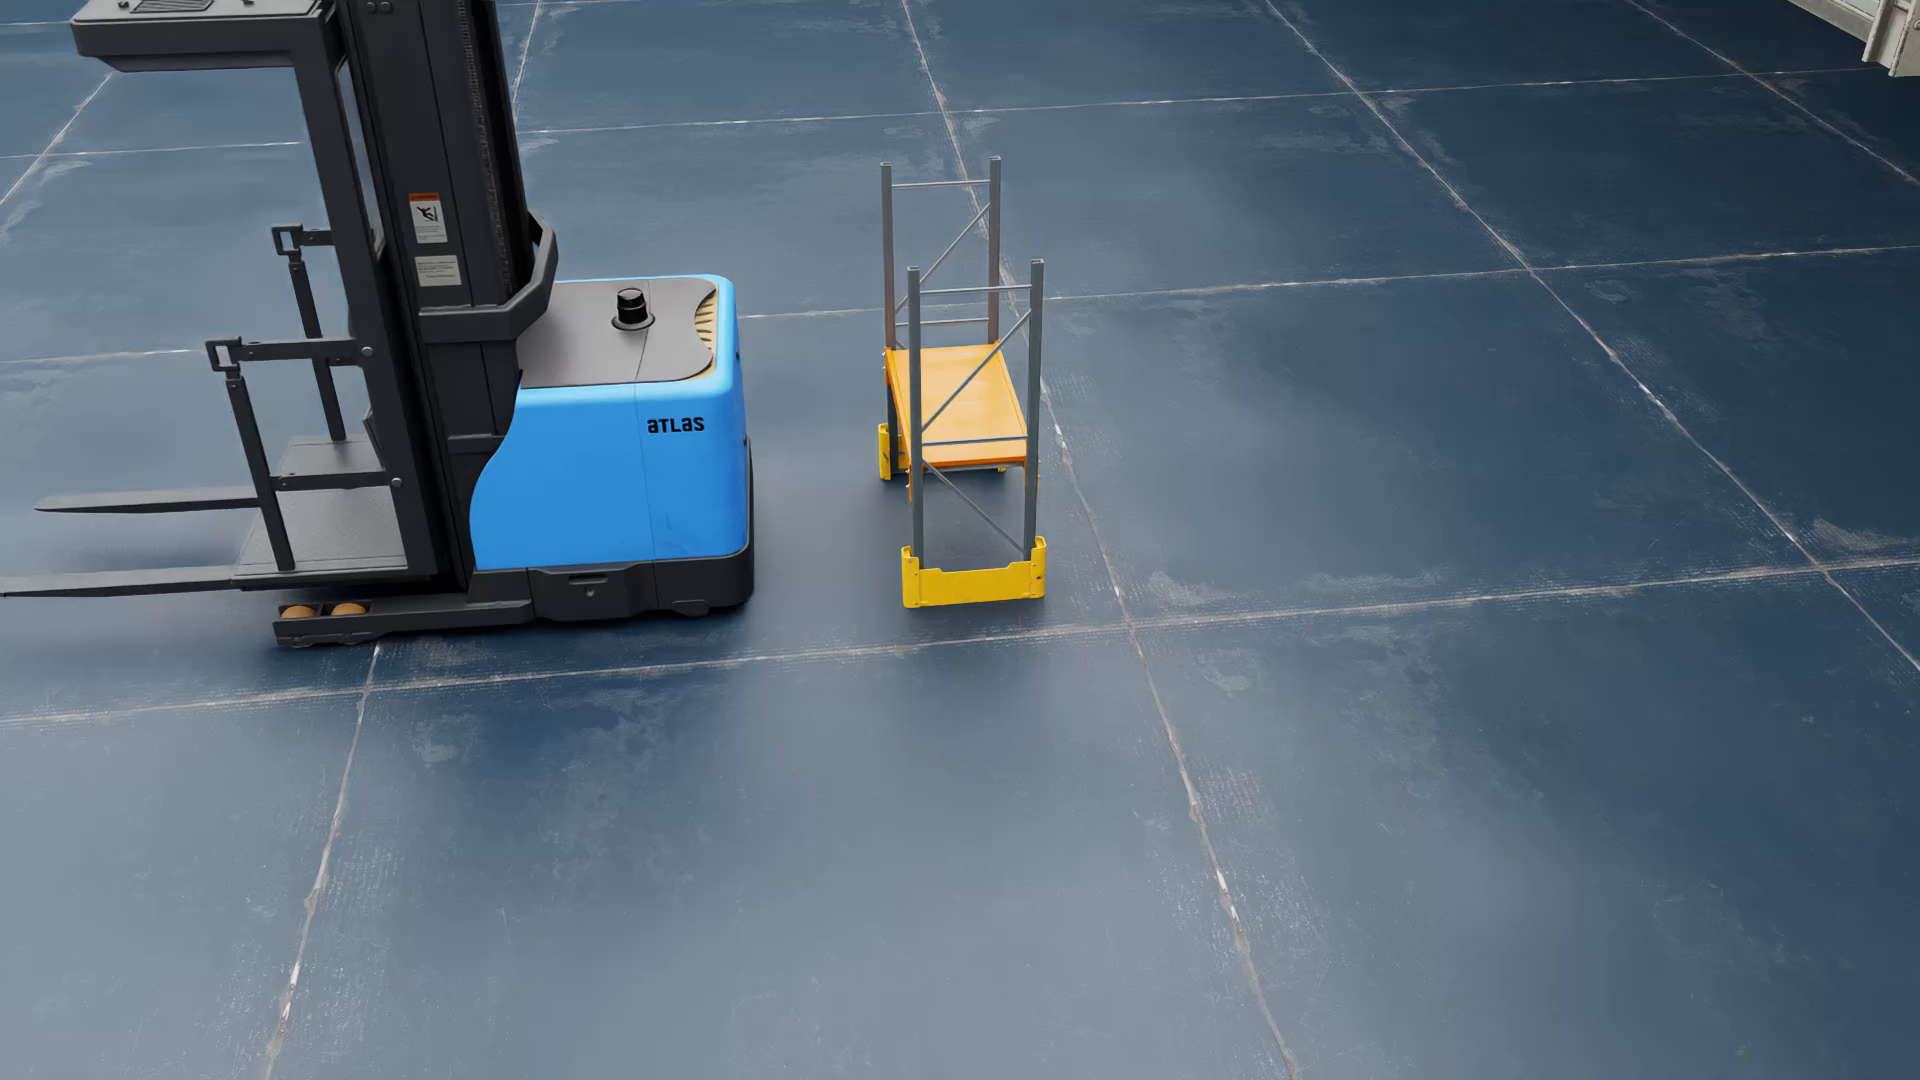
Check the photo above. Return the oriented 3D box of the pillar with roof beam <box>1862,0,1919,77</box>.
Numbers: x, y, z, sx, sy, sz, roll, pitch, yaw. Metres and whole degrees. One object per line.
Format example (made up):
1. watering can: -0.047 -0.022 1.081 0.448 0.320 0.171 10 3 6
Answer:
1. pillar with roof beam: 2.736 -6.932 9.431 9.100 9.000 0.400 -4 35 -6

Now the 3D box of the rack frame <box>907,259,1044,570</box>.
1. rack frame: 0.057 -0.384 6.481 0.500 1.500 0.032 -4 35 -6

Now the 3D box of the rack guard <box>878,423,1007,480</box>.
1. rack guard: -0.077 -0.424 7.650 0.587 0.250 0.087 -4 35 -6

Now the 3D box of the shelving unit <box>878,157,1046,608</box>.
1. shelving unit: -0.010 -0.662 6.890 0.587 1.500 1.083 -4 35 -6

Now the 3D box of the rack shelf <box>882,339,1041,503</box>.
1. rack shelf: -0.011 -0.519 6.999 0.538 0.185 1.000 -4 35 -6

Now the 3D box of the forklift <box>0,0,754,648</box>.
1. forklift: -2.397 -1.096 6.255 3.031 2.935 1.130 -3 34 -5

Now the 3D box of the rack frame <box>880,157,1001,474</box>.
1. rack frame: -0.080 -0.951 7.314 0.500 1.500 0.032 -4 35 -6

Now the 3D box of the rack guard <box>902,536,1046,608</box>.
1. rack guard: 0.057 0.132 6.834 0.587 0.250 0.087 -4 35 -6
